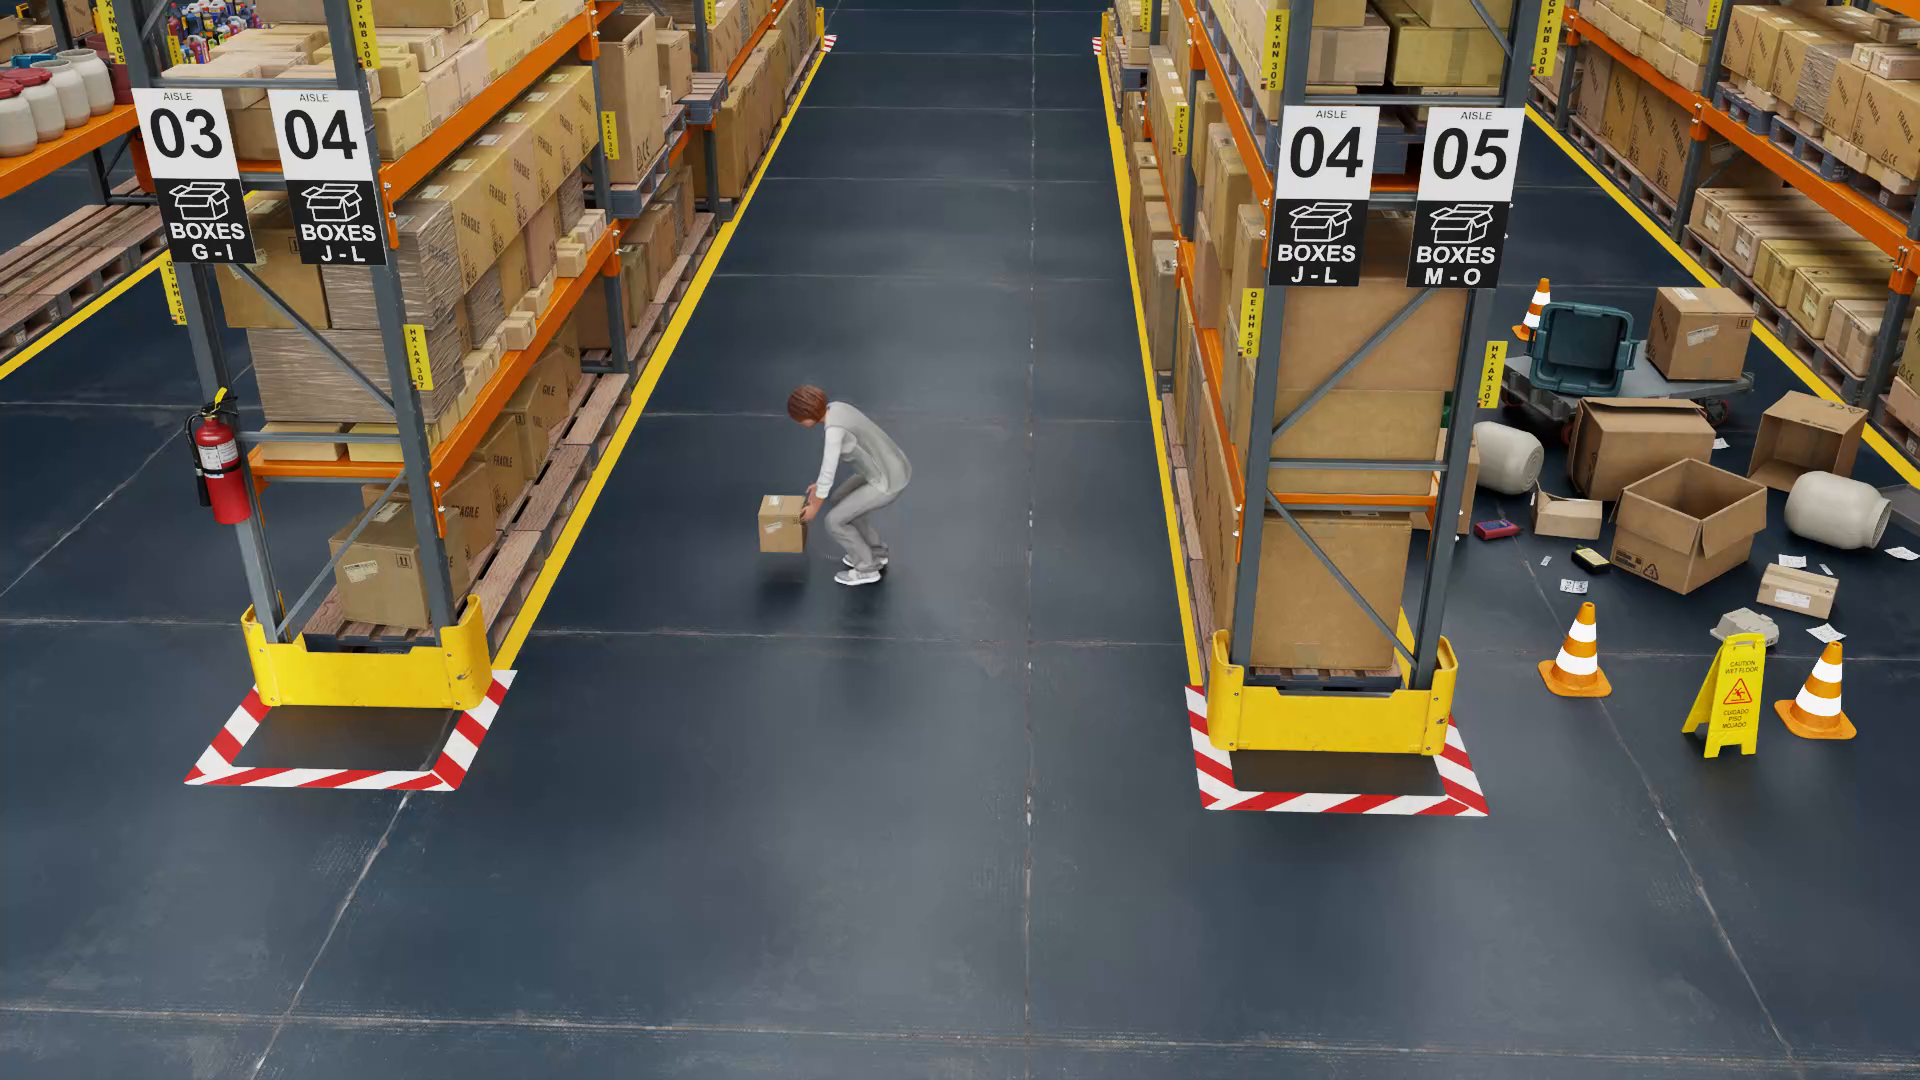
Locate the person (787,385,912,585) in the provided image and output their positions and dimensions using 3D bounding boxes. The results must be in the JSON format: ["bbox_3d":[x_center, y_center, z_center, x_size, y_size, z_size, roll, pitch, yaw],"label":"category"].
[{"bbox_3d":[-0.626,-0.315,9.637,0.698,1.203,0.463,1,28,2],"label":"person"}]
